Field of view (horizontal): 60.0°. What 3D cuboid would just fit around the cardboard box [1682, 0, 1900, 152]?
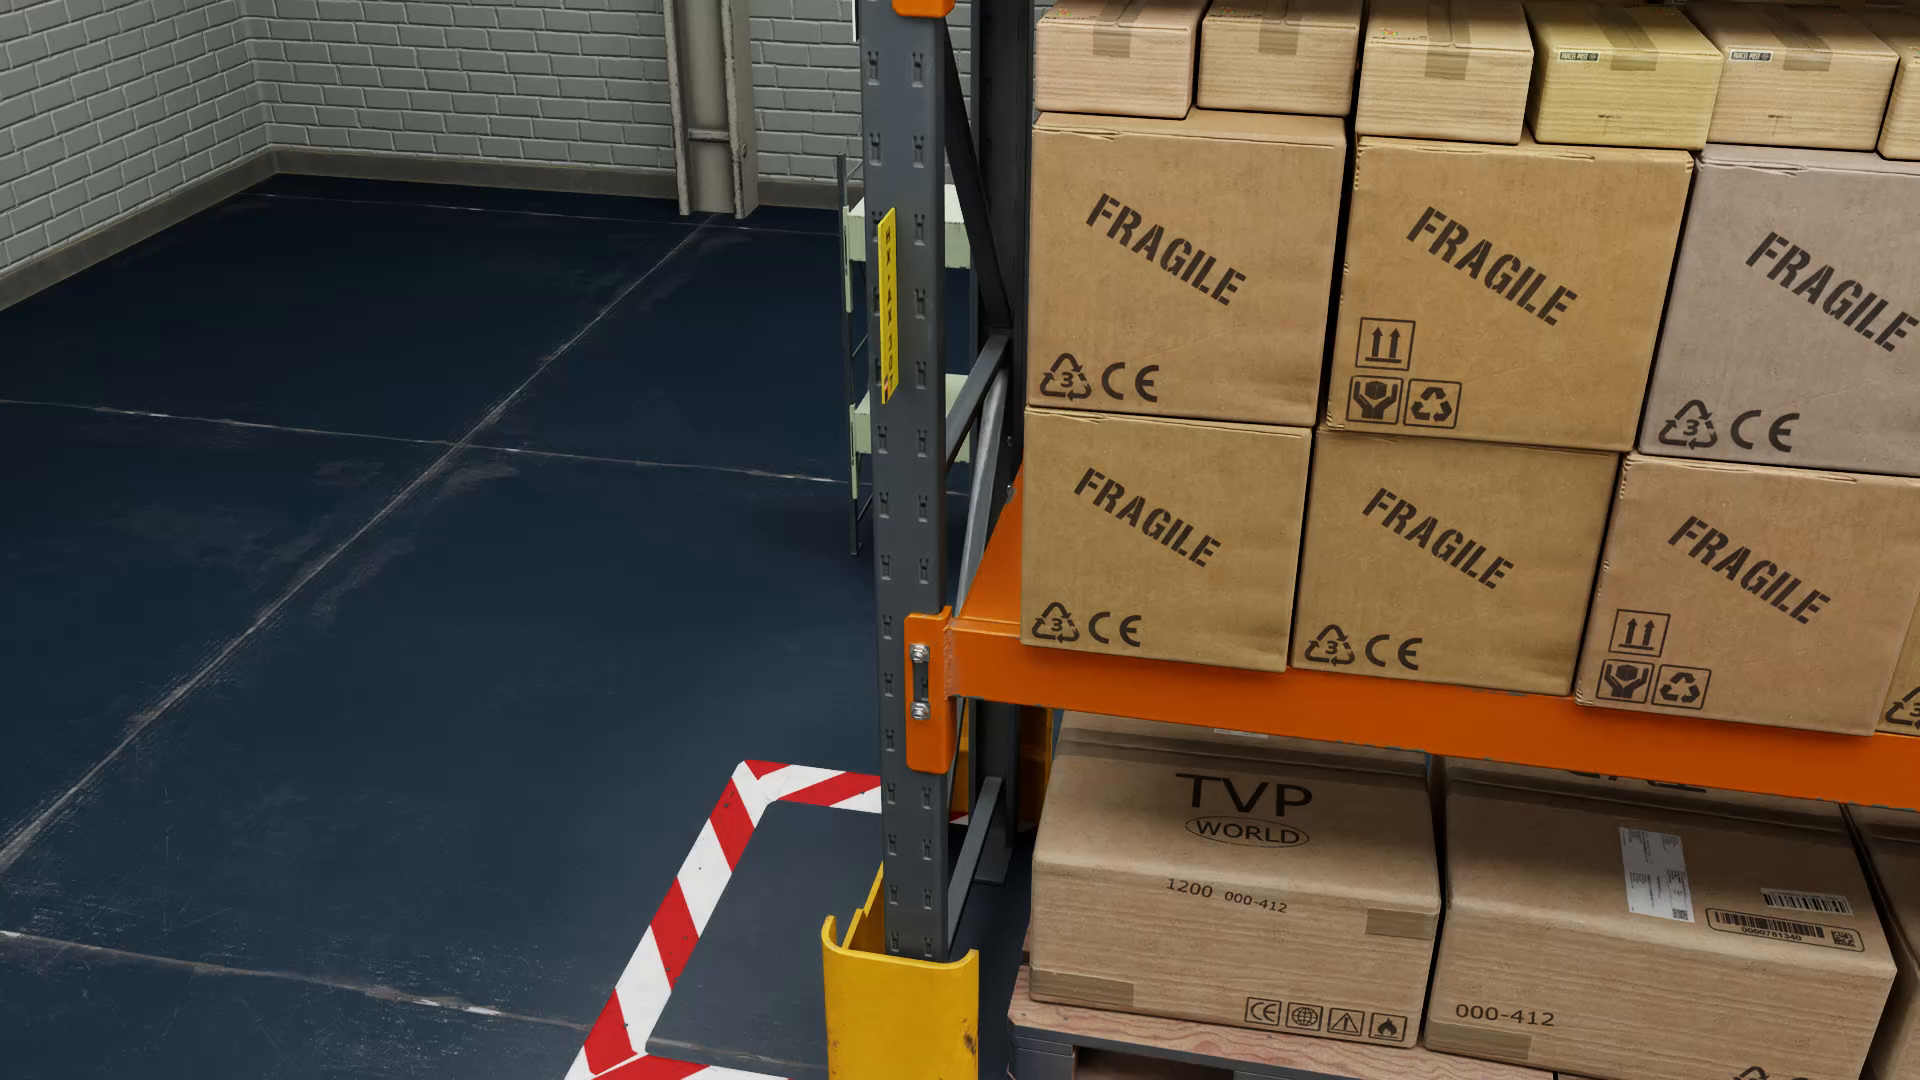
[{"bbox_3d":[1.318,-0.757,2.689,0.250,0.149,0.380,6,29,11],"label":"cardboard box"}]

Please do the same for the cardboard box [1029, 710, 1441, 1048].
[{"bbox_3d":[0.665,0.711,4.059,0.875,0.438,0.875,5,29,9],"label":"cardboard box"}]

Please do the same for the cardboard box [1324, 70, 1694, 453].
[{"bbox_3d":[0.915,-0.500,2.894,0.500,0.500,0.500,5,29,9],"label":"cardboard box"}]

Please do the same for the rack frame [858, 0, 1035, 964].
[{"bbox_3d":[-0.002,-0.248,3.579,0.127,3.000,1.000,6,29,11],"label":"rack frame"}]

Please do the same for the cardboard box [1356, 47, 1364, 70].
[{"bbox_3d":[1.037,-0.755,3.361,0.500,0.500,0.500,6,29,11],"label":"cardboard box"}]

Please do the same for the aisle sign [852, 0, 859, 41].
[{"bbox_3d":[-0.133,-1.259,2.720,0.004,0.787,0.394,6,29,11],"label":"aisle sign"}]

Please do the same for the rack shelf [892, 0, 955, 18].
[{"bbox_3d":[1.954,-1.048,2.665,4.000,0.370,1.077,6,29,11],"label":"rack shelf"}]

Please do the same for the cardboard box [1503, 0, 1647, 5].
[{"bbox_3d":[1.152,-1.028,3.183,0.250,0.149,0.380,7,29,12],"label":"cardboard box"}]

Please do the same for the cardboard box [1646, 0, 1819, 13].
[{"bbox_3d":[1.393,-0.968,3.074,0.250,0.149,0.380,6,29,10],"label":"cardboard box"}]

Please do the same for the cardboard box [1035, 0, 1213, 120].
[{"bbox_3d":[0.288,-0.849,2.857,0.250,0.149,0.380,6,29,12],"label":"cardboard box"}]

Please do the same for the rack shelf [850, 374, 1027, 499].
[{"bbox_3d":[0.007,-0.371,6.045,0.720,0.370,0.431,6,29,11],"label":"rack shelf"}]

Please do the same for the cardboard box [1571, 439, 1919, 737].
[{"bbox_3d":[1.402,-0.012,3.044,0.500,0.500,0.500,6,29,10],"label":"cardboard box"}]

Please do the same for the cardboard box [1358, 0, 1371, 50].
[{"bbox_3d":[0.914,-1.072,3.265,0.250,0.149,0.380,6,29,10],"label":"cardboard box"}]

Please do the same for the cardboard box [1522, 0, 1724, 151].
[{"bbox_3d":[1.050,-0.759,2.691,0.250,0.149,0.380,5,29,9],"label":"cardboard box"}]

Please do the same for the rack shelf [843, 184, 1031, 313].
[{"bbox_3d":[0.007,-1.000,5.701,0.720,0.370,0.431,6,29,11],"label":"rack shelf"}]

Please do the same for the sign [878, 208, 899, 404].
[{"bbox_3d":[-0.124,-0.402,2.878,0.005,0.325,0.100,6,29,11],"label":"sign"}]

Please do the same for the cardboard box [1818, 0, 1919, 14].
[{"bbox_3d":[1.650,-0.971,3.079,0.250,0.149,0.380,7,29,12],"label":"cardboard box"}]

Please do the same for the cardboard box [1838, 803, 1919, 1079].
[{"bbox_3d":[2.443,0.890,3.732,0.875,0.438,0.875,5,29,9],"label":"cardboard box"}]

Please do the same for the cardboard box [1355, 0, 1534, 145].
[{"bbox_3d":[0.789,-0.777,2.724,0.250,0.149,0.380,7,29,12],"label":"cardboard box"}]

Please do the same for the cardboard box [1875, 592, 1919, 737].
[{"bbox_3d":[1.895,0.031,2.966,0.500,0.500,0.500,7,29,12],"label":"cardboard box"}]

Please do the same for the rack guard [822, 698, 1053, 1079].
[{"bbox_3d":[-0.025,0.846,4.184,0.348,0.500,1.175,6,29,11],"label":"rack guard"}]

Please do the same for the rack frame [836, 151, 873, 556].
[{"bbox_3d":[-0.351,-0.694,5.956,0.023,1.500,0.400,6,29,11],"label":"rack frame"}]

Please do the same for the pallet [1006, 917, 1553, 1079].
[{"bbox_3d":[0.797,1.019,4.170,1.213,0.211,1.003,6,29,11],"label":"pallet"}]

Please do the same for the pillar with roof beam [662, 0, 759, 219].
[{"bbox_3d":[-2.316,-3.883,3.972,0.400,9.000,9.100,6,29,11],"label":"pillar with roof beam"}]

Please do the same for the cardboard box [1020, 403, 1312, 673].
[{"bbox_3d":[0.408,-0.109,3.221,0.500,0.500,0.500,6,29,10],"label":"cardboard box"}]

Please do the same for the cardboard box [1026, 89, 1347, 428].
[{"bbox_3d":[0.408,-0.549,2.983,0.500,0.500,0.500,5,29,9],"label":"cardboard box"}]

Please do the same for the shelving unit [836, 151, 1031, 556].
[{"bbox_3d":[0.007,-0.657,5.889,0.755,1.500,0.431,6,29,11],"label":"shelving unit"}]

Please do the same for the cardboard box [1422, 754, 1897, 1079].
[{"bbox_3d":[1.561,0.799,3.898,0.875,0.438,0.875,7,29,12],"label":"cardboard box"}]

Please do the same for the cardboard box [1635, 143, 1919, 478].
[{"bbox_3d":[1.420,-0.452,2.807,0.500,0.500,0.500,6,29,10],"label":"cardboard box"}]

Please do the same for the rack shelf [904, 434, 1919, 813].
[{"bbox_3d":[1.954,0.268,3.386,4.000,0.370,1.077,6,29,11],"label":"rack shelf"}]

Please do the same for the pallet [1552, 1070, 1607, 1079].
[{"bbox_3d":[1.986,1.142,3.944,1.213,0.211,1.003,6,29,11],"label":"pallet"}]

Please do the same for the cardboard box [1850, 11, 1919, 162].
[{"bbox_3d":[1.553,-0.712,2.607,0.250,0.149,0.380,6,29,11],"label":"cardboard box"}]

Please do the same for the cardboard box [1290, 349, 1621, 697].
[{"bbox_3d":[0.908,-0.071,3.152,0.500,0.500,0.500,5,29,10],"label":"cardboard box"}]

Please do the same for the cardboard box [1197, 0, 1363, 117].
[{"bbox_3d":[0.559,-0.856,2.870,0.250,0.149,0.380,7,29,12],"label":"cardboard box"}]
